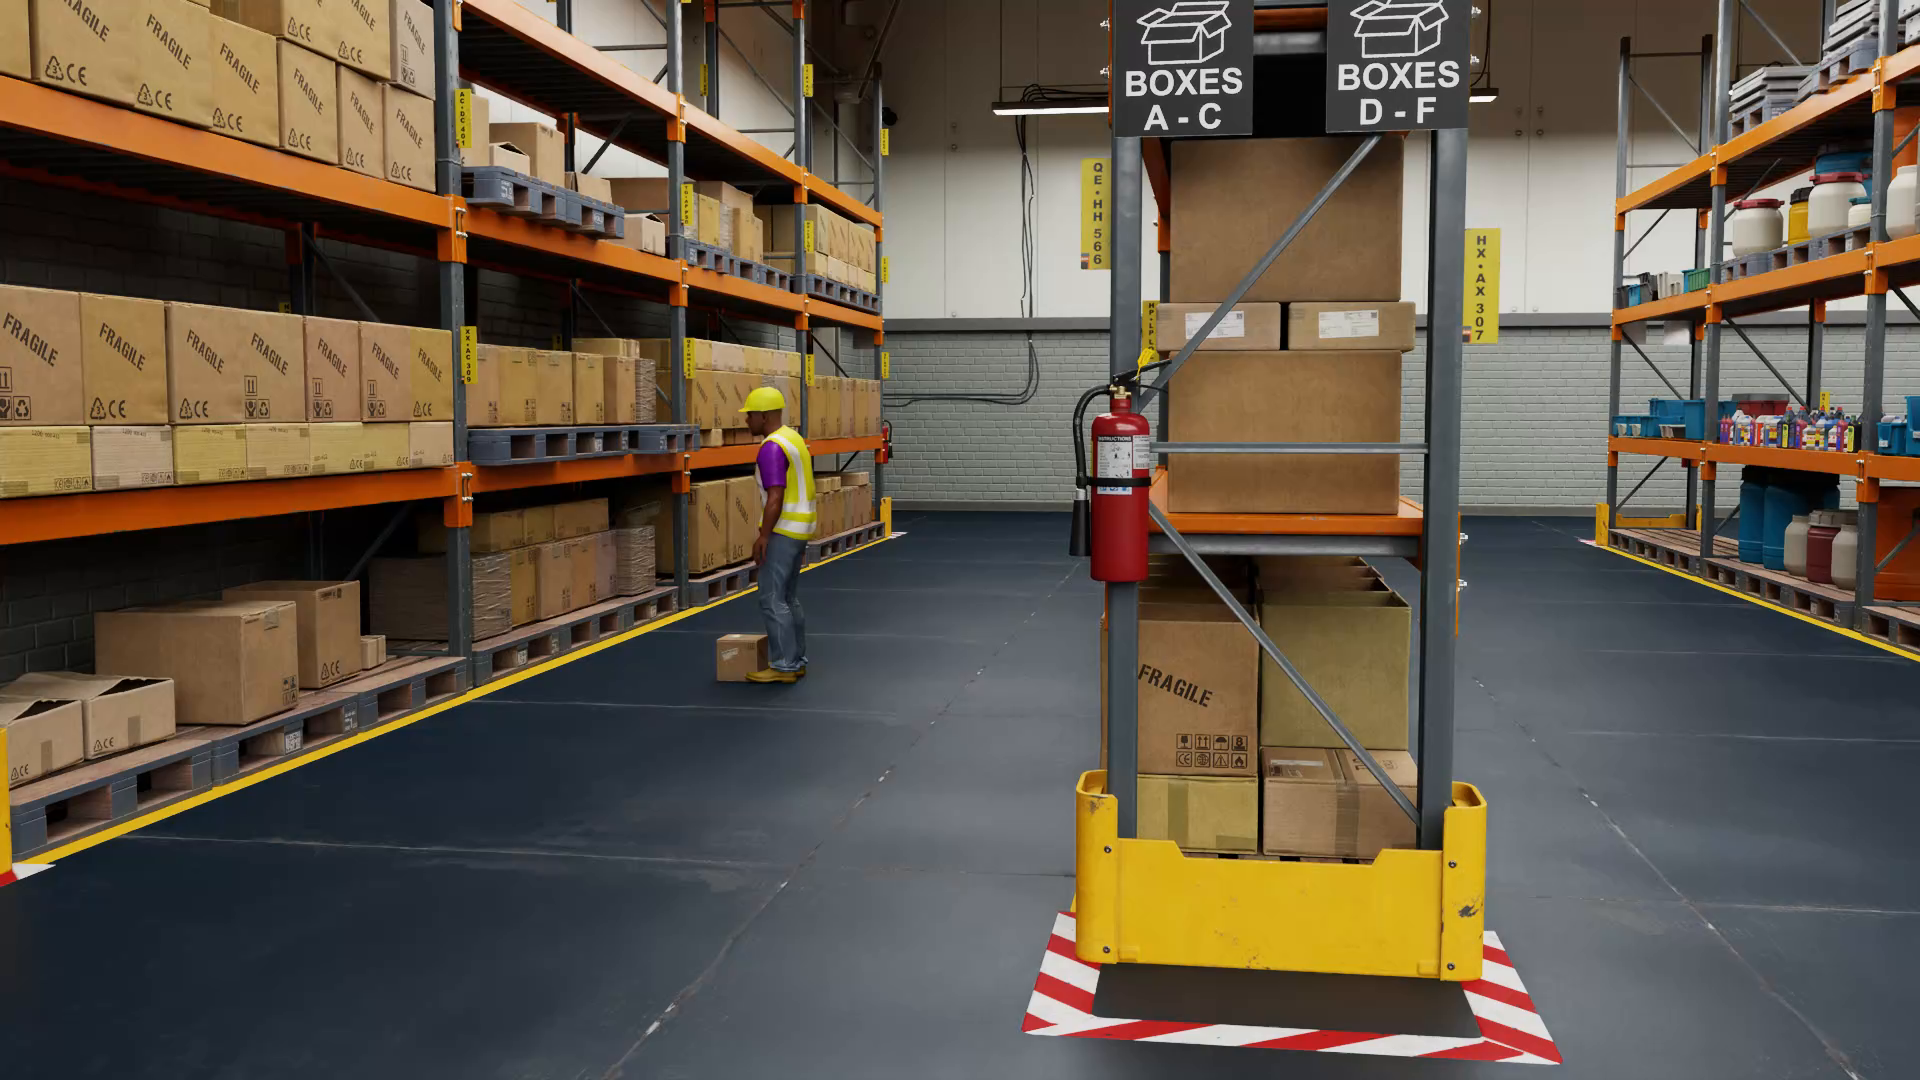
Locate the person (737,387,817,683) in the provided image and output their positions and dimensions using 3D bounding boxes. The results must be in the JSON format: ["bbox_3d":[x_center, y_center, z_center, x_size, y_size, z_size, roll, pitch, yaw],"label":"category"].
[{"bbox_3d":[-1.098,-0.033,9.980,0.454,1.757,0.638,1,4,8],"label":"person"}]
